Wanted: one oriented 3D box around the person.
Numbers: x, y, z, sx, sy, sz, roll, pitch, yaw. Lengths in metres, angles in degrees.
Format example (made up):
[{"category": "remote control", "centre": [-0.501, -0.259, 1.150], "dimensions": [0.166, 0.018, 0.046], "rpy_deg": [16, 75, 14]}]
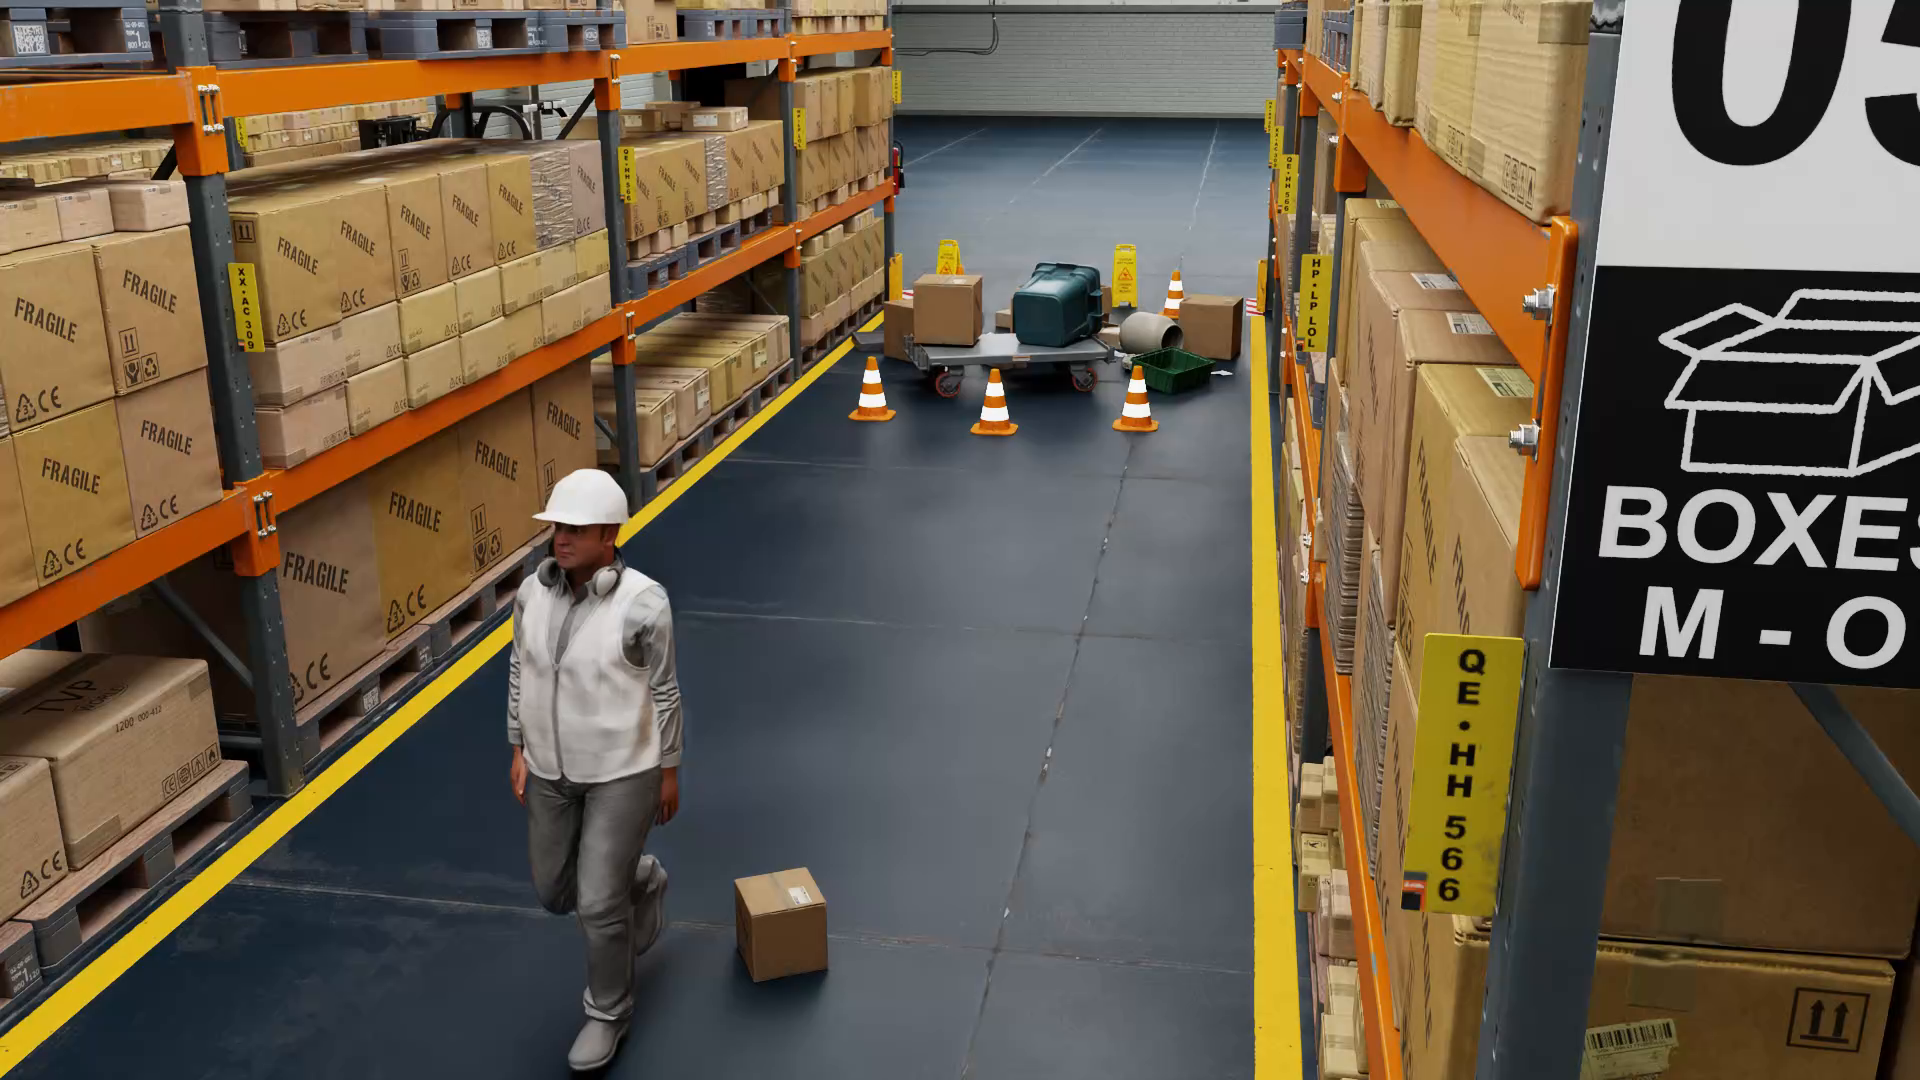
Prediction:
[{"category": "person", "centre": [-1.083, 0.637, 4.979], "dimensions": [0.549, 1.750, 0.744], "rpy_deg": [7, 19, 21]}]
